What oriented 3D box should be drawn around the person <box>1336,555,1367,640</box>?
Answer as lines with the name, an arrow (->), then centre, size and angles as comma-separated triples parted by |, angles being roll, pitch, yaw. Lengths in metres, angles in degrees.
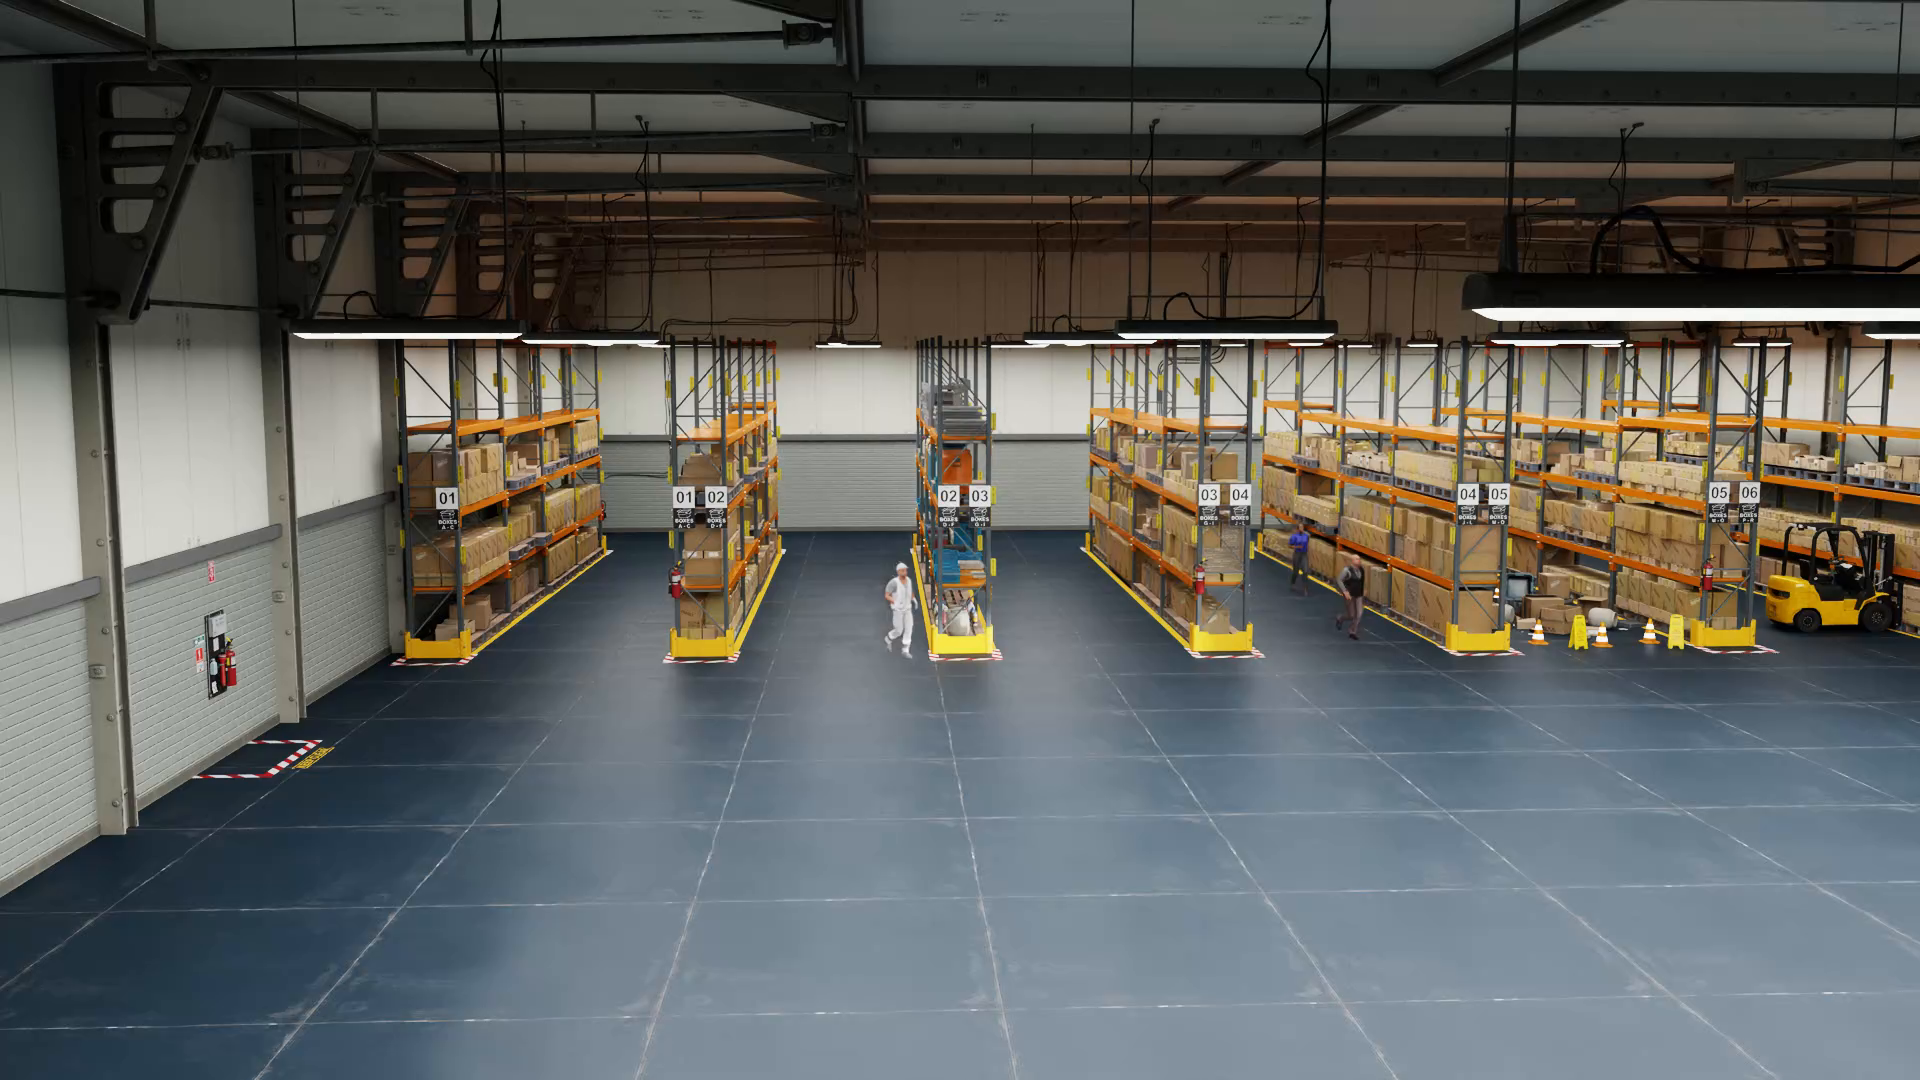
person -> 7.834, 1.125, 33.260 | 0.681, 1.694, 0.676 | -3, 7, -26

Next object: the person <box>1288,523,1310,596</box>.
person -> 8.024, 0.427, 39.282 | 0.576, 1.679, 0.890 | -1, 7, -6

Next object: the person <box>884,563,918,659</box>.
person -> -1.116, 1.310, 31.200 | 0.684, 1.777, 0.765 | -5, 8, -37

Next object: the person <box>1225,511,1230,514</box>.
person -> 7.462, -0.369, 46.050 | 0.732, 1.830, 0.693 | 0, 7, 4
